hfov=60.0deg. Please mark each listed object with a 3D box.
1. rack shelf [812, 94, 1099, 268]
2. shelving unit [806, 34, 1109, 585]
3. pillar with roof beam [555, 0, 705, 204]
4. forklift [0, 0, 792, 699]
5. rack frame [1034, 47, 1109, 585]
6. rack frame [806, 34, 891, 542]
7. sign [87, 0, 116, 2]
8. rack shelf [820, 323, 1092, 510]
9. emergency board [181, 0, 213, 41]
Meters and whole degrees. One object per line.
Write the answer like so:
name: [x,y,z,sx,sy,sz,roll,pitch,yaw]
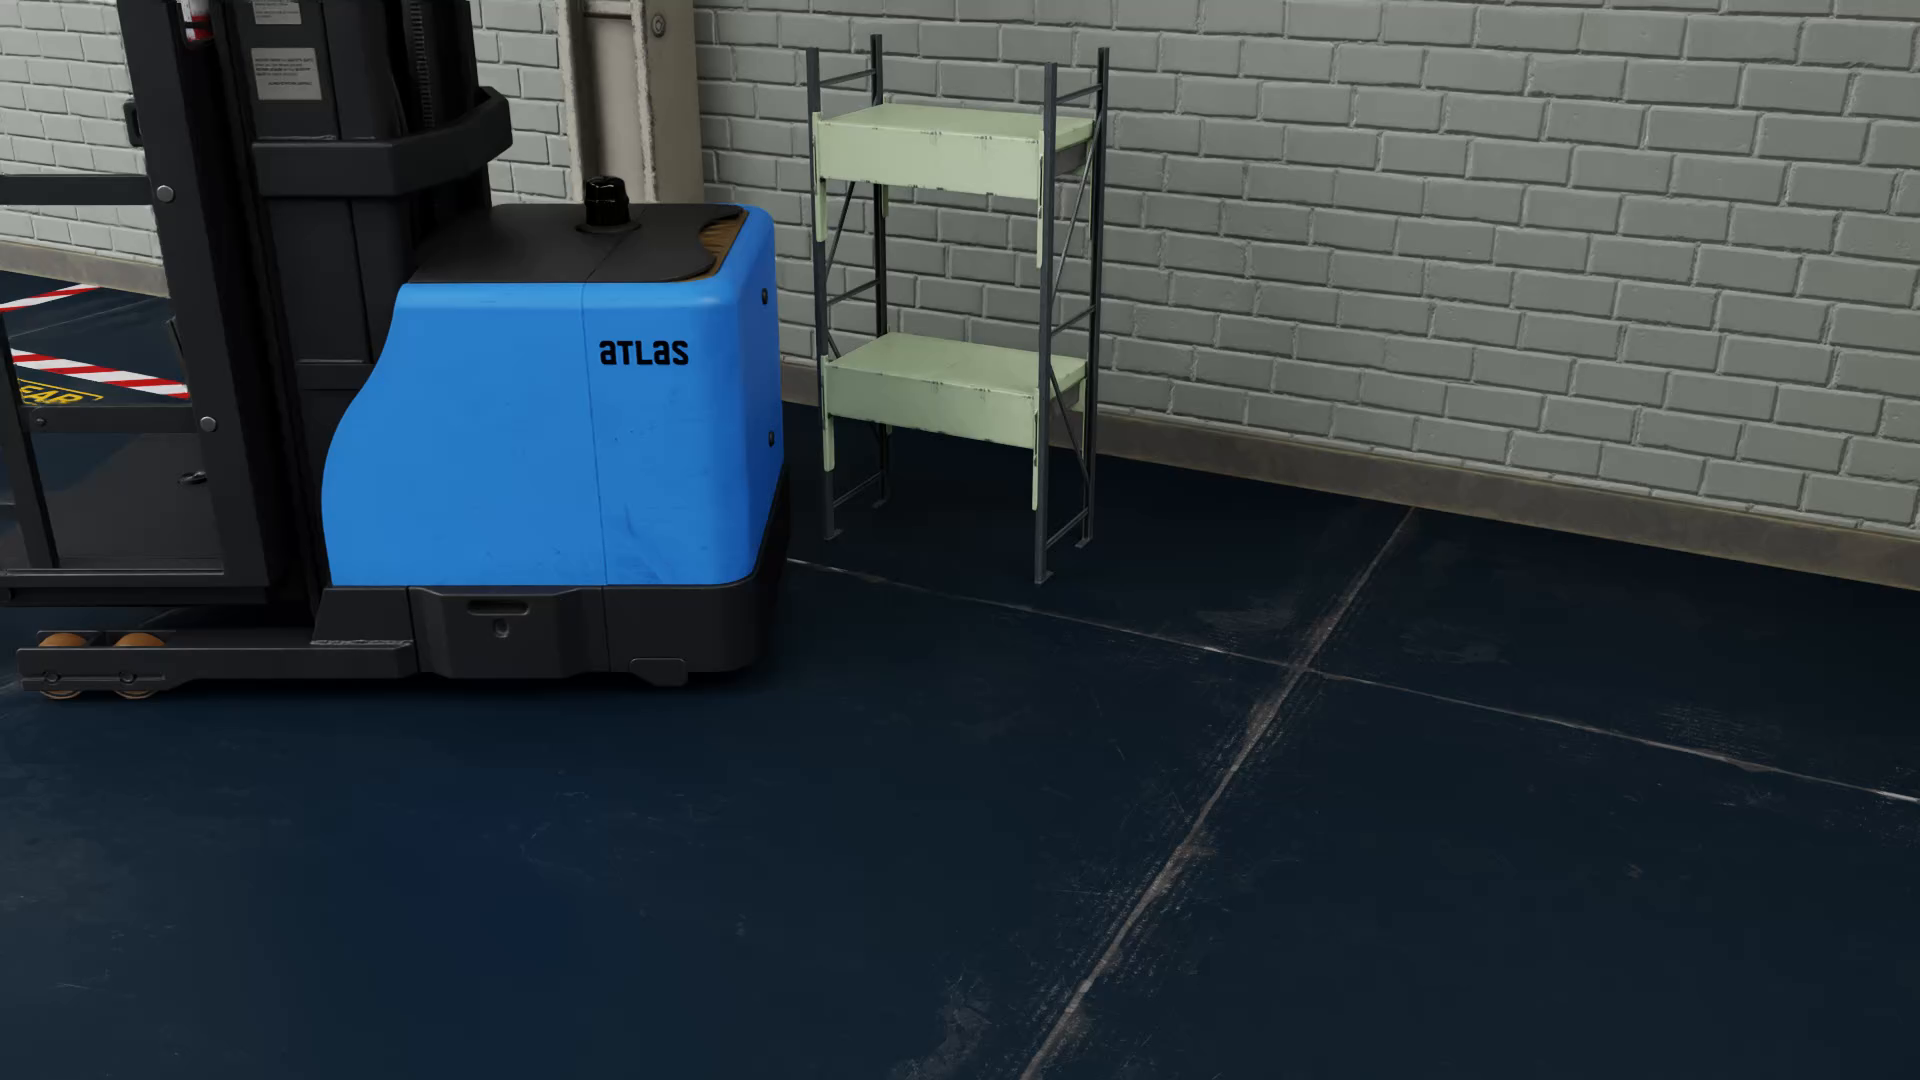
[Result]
rack shelf: [-0.006,-1.050,4.806,0.720,0.370,0.431,11,25,25]
shelving unit: [-0.006,-0.691,4.959,0.755,1.500,0.431,11,25,25]
pillar with roof beam: [-3.170,-3.237,1.363,0.400,9.000,9.100,11,25,25]
forklift: [-2.034,-1.146,4.200,3.031,2.935,1.130,0,23,0]
rack frame: [0.321,-0.627,4.807,0.023,1.500,0.400,11,25,25]
rack frame: [-0.333,-0.756,5.111,0.023,1.500,0.400,11,25,25]
sign: [-3.862,-2.580,7.438,0.234,0.329,0.001,11,25,25]
rack shelf: [-0.006,-0.391,5.087,0.720,0.370,0.431,11,25,25]
emergency board: [-3.415,-2.430,7.130,0.643,1.169,0.194,11,25,25]
